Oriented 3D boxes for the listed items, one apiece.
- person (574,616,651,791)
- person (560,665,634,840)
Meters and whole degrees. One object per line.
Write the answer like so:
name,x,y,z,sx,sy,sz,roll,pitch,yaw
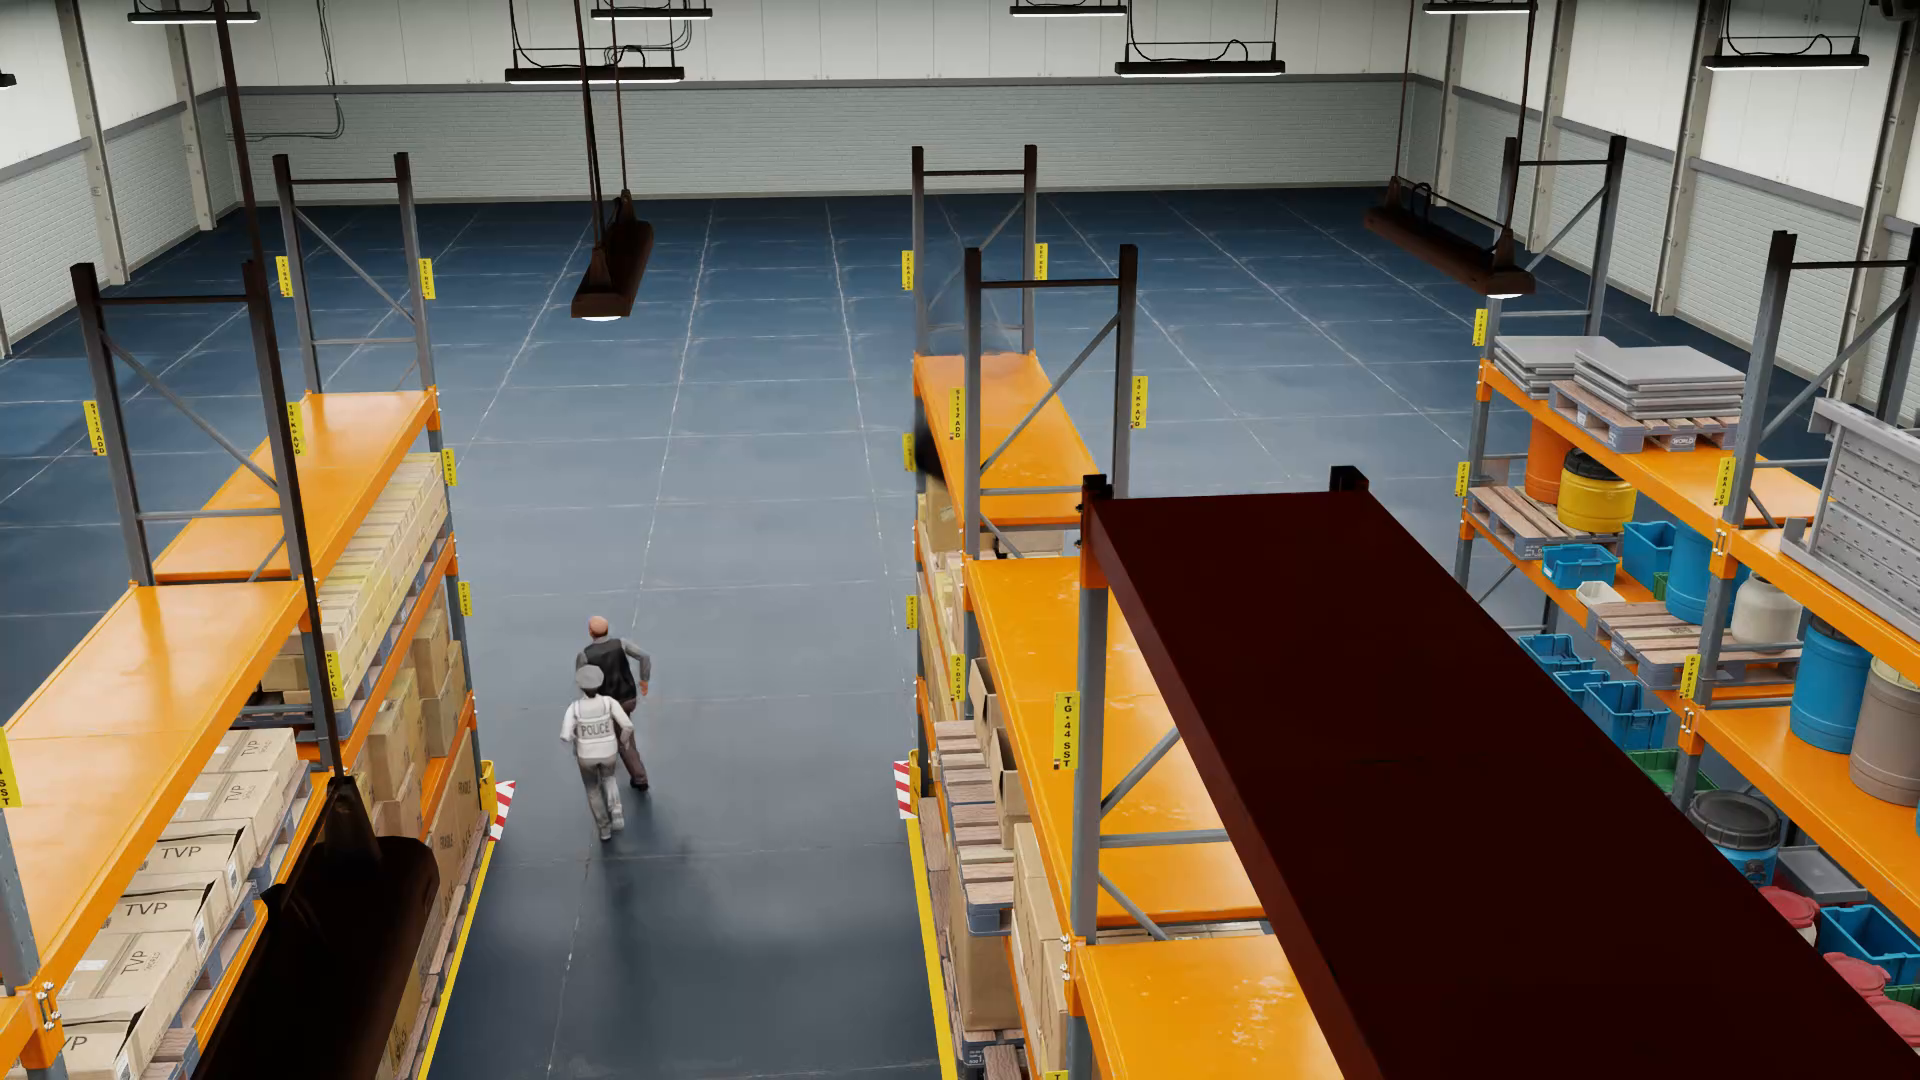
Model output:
person,-3.214,1.556,15.490,0.636,1.758,0.810,-16,27,-35
person,-3.213,1.864,14.724,0.620,1.655,0.510,-8,23,-19
